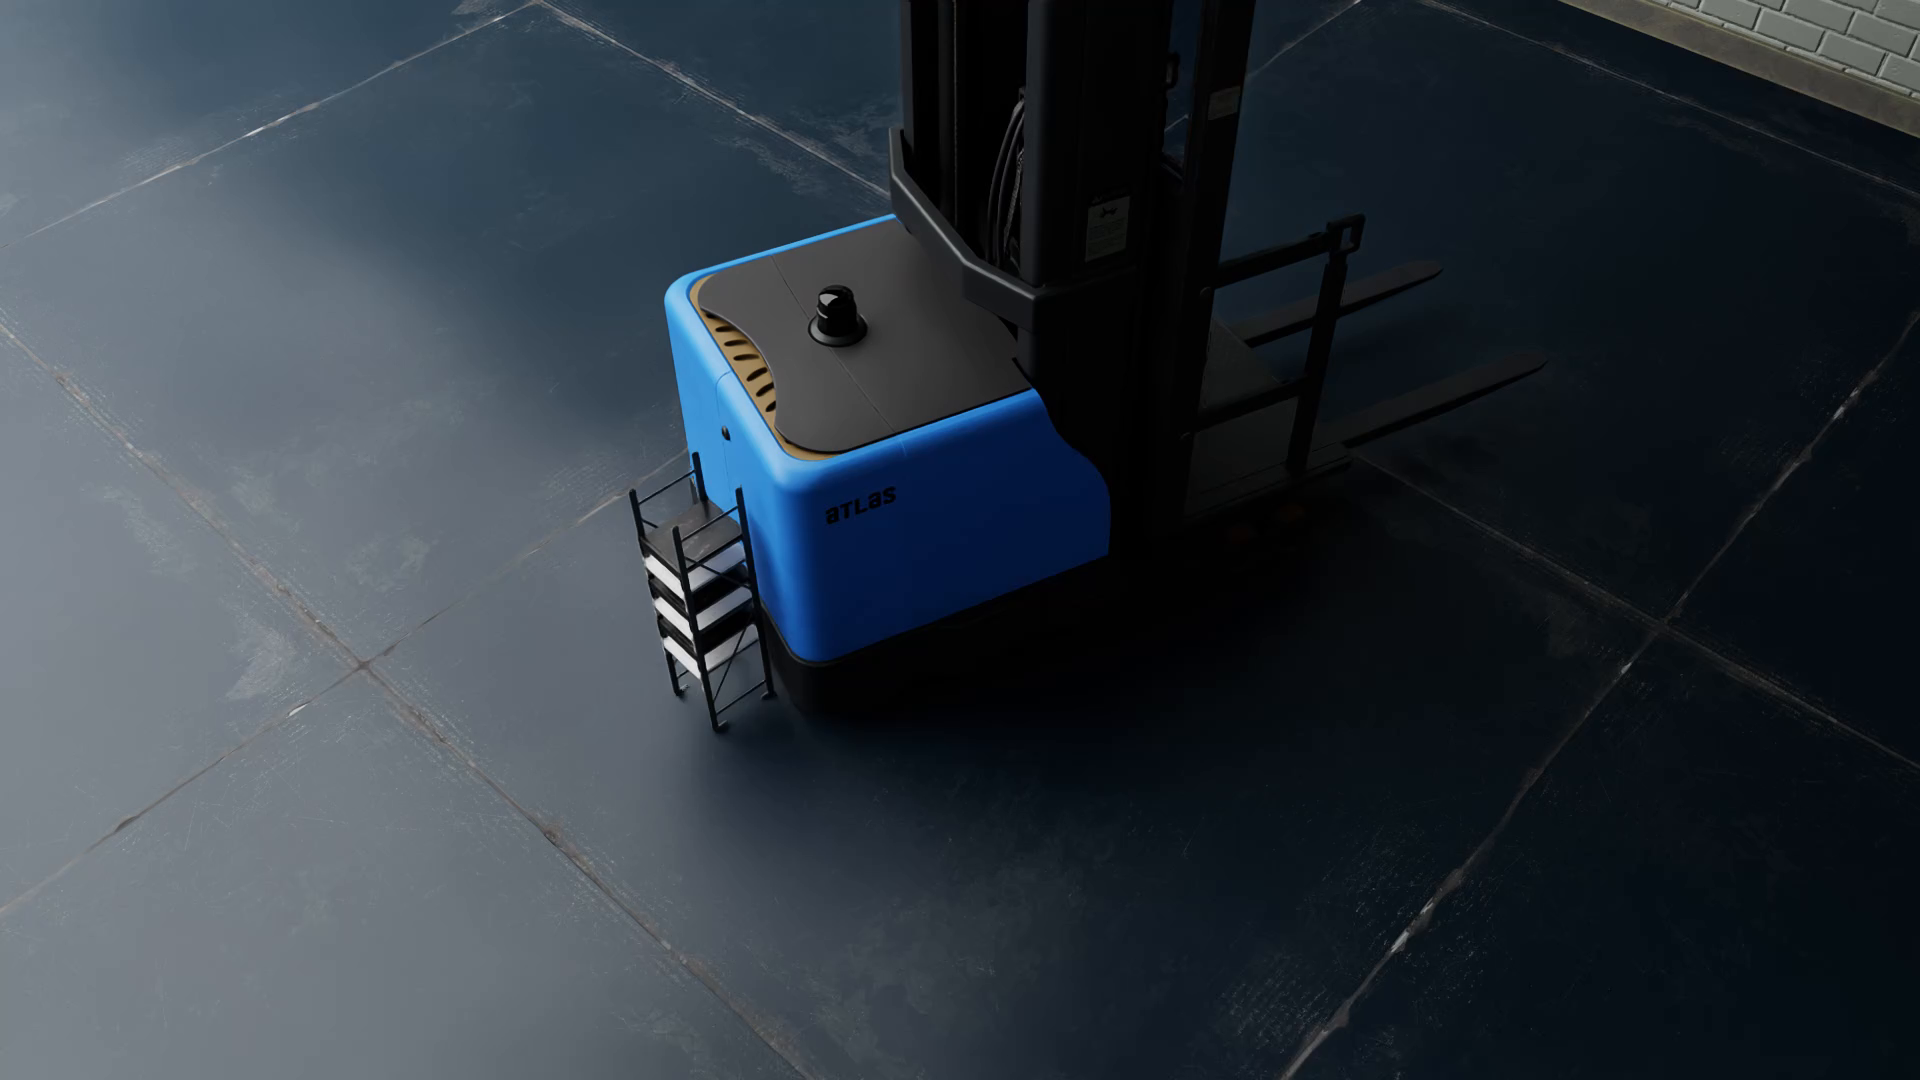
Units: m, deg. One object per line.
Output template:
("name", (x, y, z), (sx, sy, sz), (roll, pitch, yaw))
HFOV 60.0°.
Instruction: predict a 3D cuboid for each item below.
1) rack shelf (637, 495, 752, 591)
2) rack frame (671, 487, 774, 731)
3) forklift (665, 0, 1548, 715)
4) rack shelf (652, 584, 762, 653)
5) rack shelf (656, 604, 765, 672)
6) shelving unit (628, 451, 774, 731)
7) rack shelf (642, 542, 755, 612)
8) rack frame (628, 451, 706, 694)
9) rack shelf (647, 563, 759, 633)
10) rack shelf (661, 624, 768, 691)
("rack shelf", (-0.764, 0.007, 4.795), (0.258, 0.077, 0.200), (-34, 54, -27))
("rack frame", (-0.690, 0.224, 4.913), (0.240, 0.900, 0.006), (-34, 54, -27))
("forklift", (0.645, -1.225, 4.889), (3.031, 2.935, 1.130), (-20, 50, -18))
("rack shelf", (-0.759, 0.194, 4.990), (0.258, 0.077, 0.200), (-34, 54, -27))
("rack shelf", (-0.757, 0.256, 5.055), (0.258, 0.077, 0.200), (-34, 54, -27))
("shelving unit", (-0.759, 0.171, 4.966), (0.258, 0.900, 0.210), (-34, 54, -27))
("rack shelf", (-0.762, 0.069, 4.860), (0.258, 0.077, 0.200), (-34, 54, -27))
("rack frame", (-0.828, 0.118, 5.018), (0.240, 0.900, 0.006), (-34, 54, -27))
("rack shelf", (-0.760, 0.131, 4.925), (0.258, 0.077, 0.200), (-34, 54, -27))
("rack shelf", (-0.755, 0.318, 5.120), (0.258, 0.077, 0.200), (-34, 54, -27))
